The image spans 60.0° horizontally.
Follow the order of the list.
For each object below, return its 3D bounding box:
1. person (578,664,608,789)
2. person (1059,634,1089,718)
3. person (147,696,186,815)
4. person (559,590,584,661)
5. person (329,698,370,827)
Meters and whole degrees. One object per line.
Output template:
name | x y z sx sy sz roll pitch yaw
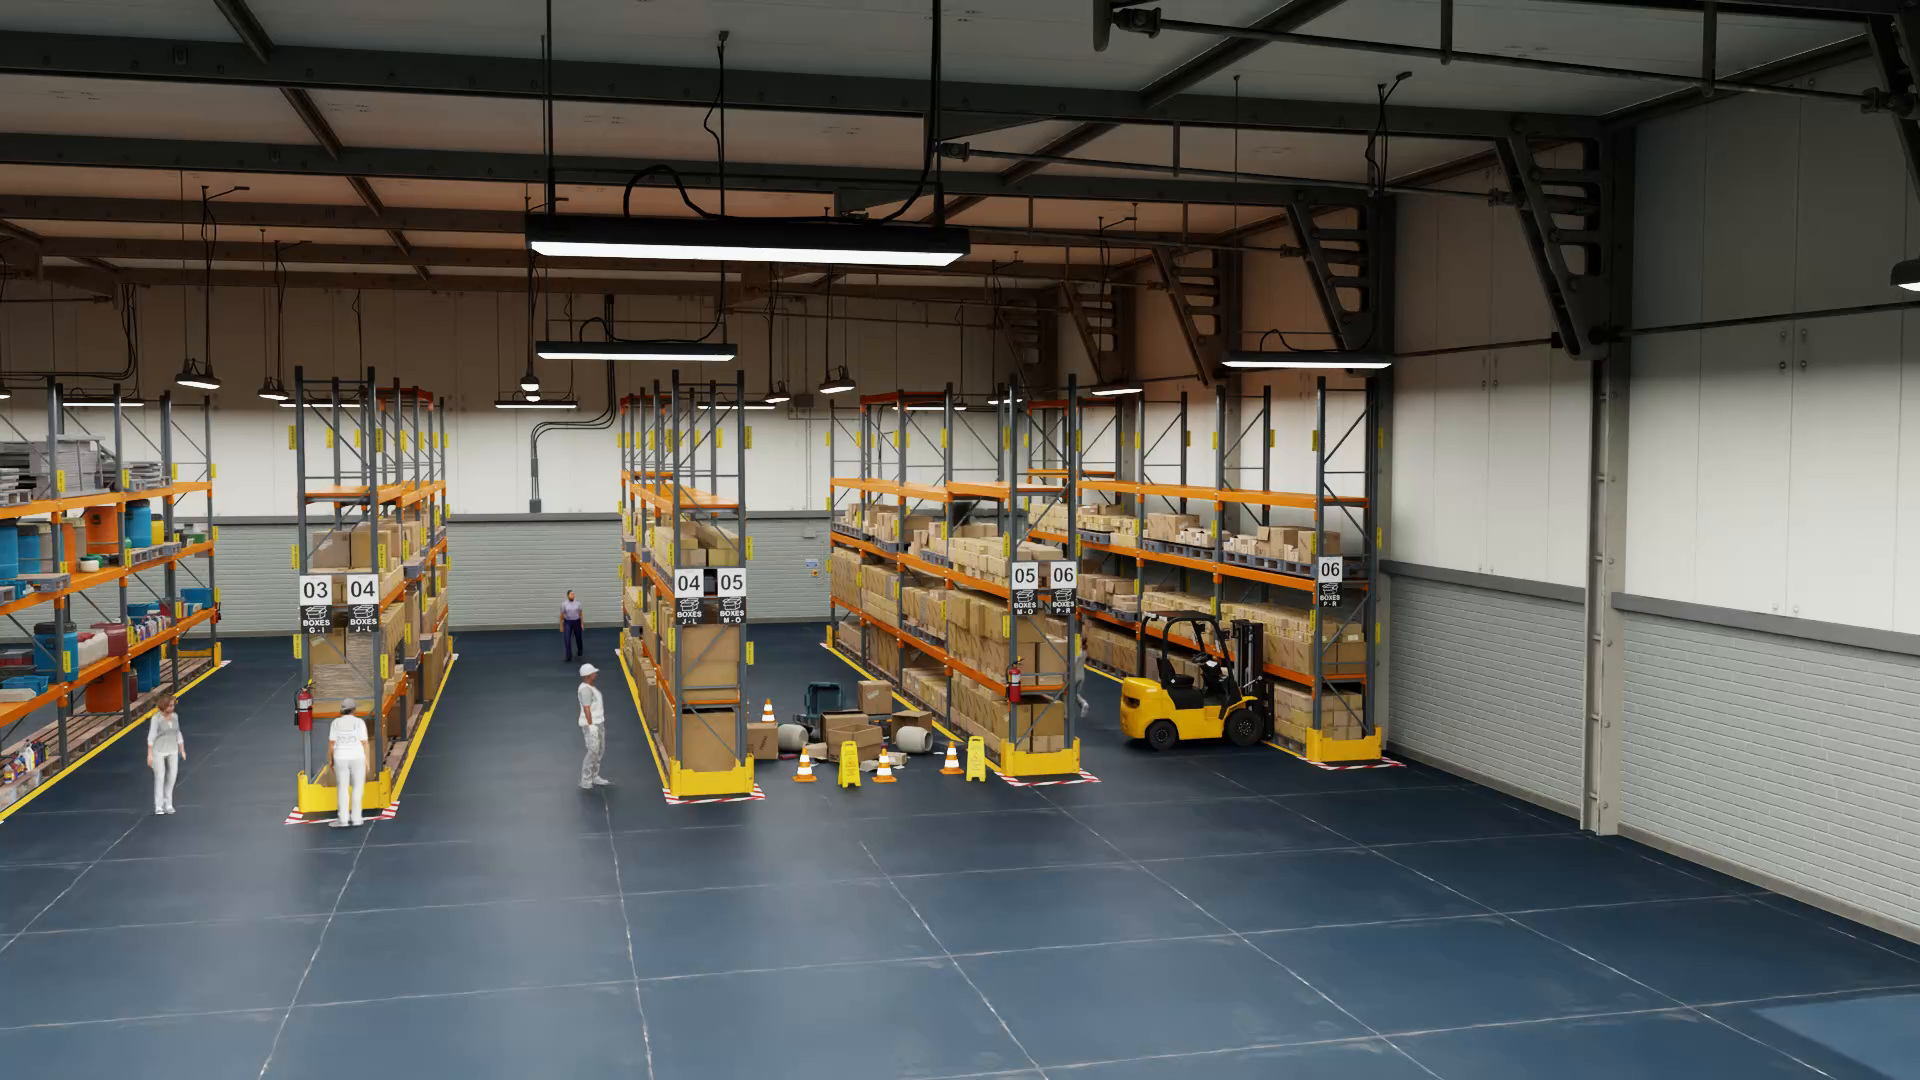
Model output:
person | -5.352 2.717 24.198 0.449 1.853 0.643 0 3 7
person | 2.005 2.453 29.867 0.528 1.543 0.782 -3 4 -40
person | -10.655 2.878 22.282 0.366 1.597 0.466 2 4 33
person | -8.851 1.937 37.900 0.536 1.593 0.825 -1 3 -10
person | -7.929 2.888 21.594 0.528 1.684 0.406 0 3 -6
